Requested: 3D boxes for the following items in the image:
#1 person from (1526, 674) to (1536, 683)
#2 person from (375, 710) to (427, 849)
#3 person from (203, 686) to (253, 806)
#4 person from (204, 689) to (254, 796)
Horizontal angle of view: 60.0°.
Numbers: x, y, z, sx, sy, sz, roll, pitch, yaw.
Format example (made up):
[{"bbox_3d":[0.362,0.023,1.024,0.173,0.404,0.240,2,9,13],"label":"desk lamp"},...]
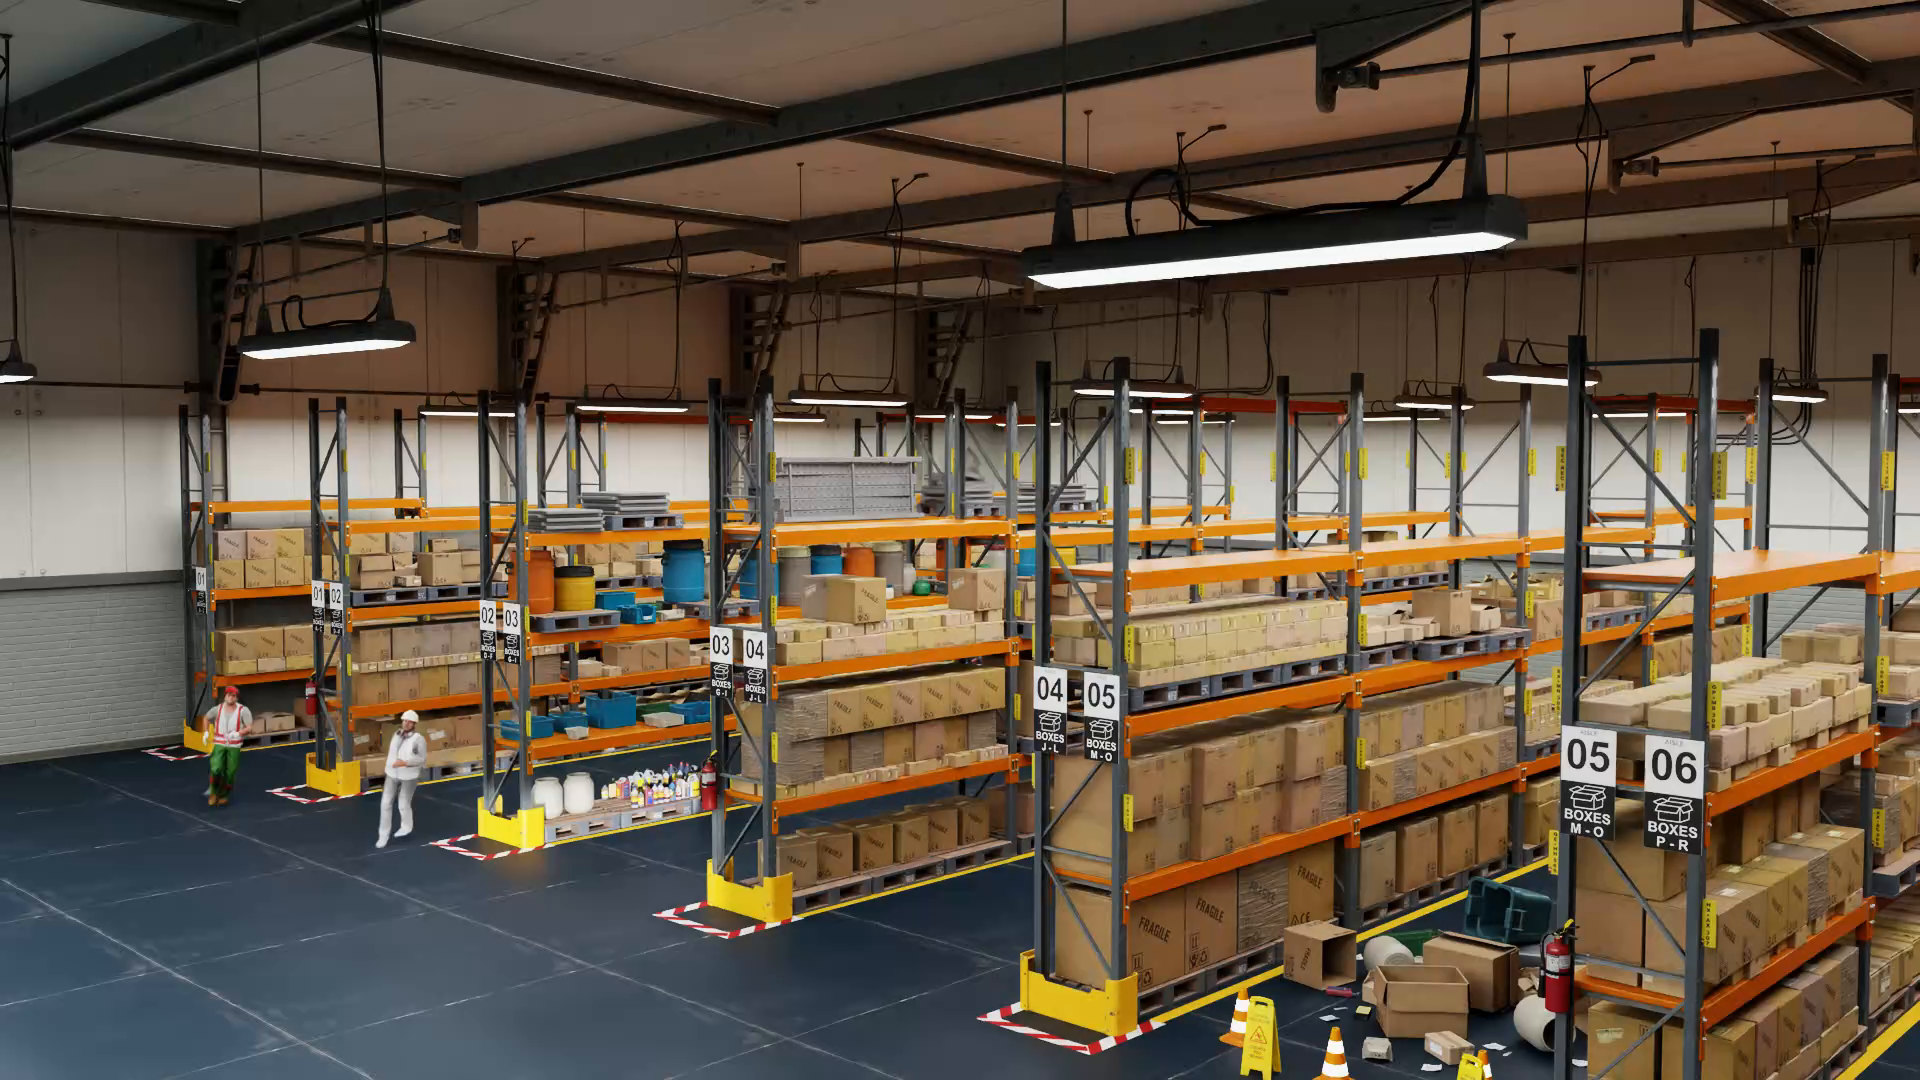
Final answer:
[{"bbox_3d":[8.862,2.937,26.040,0.626,1.685,0.636,-3,4,-43],"label":"person"},{"bbox_3d":[-7.316,3.146,21.973,0.641,1.801,0.713,0,3,5],"label":"person"},{"bbox_3d":[-10.668,3.002,24.239,0.685,1.731,0.604,-1,3,-22],"label":"person"},{"bbox_3d":[-11.074,3.029,25.322,0.636,1.631,0.748,0,3,8],"label":"person"}]
